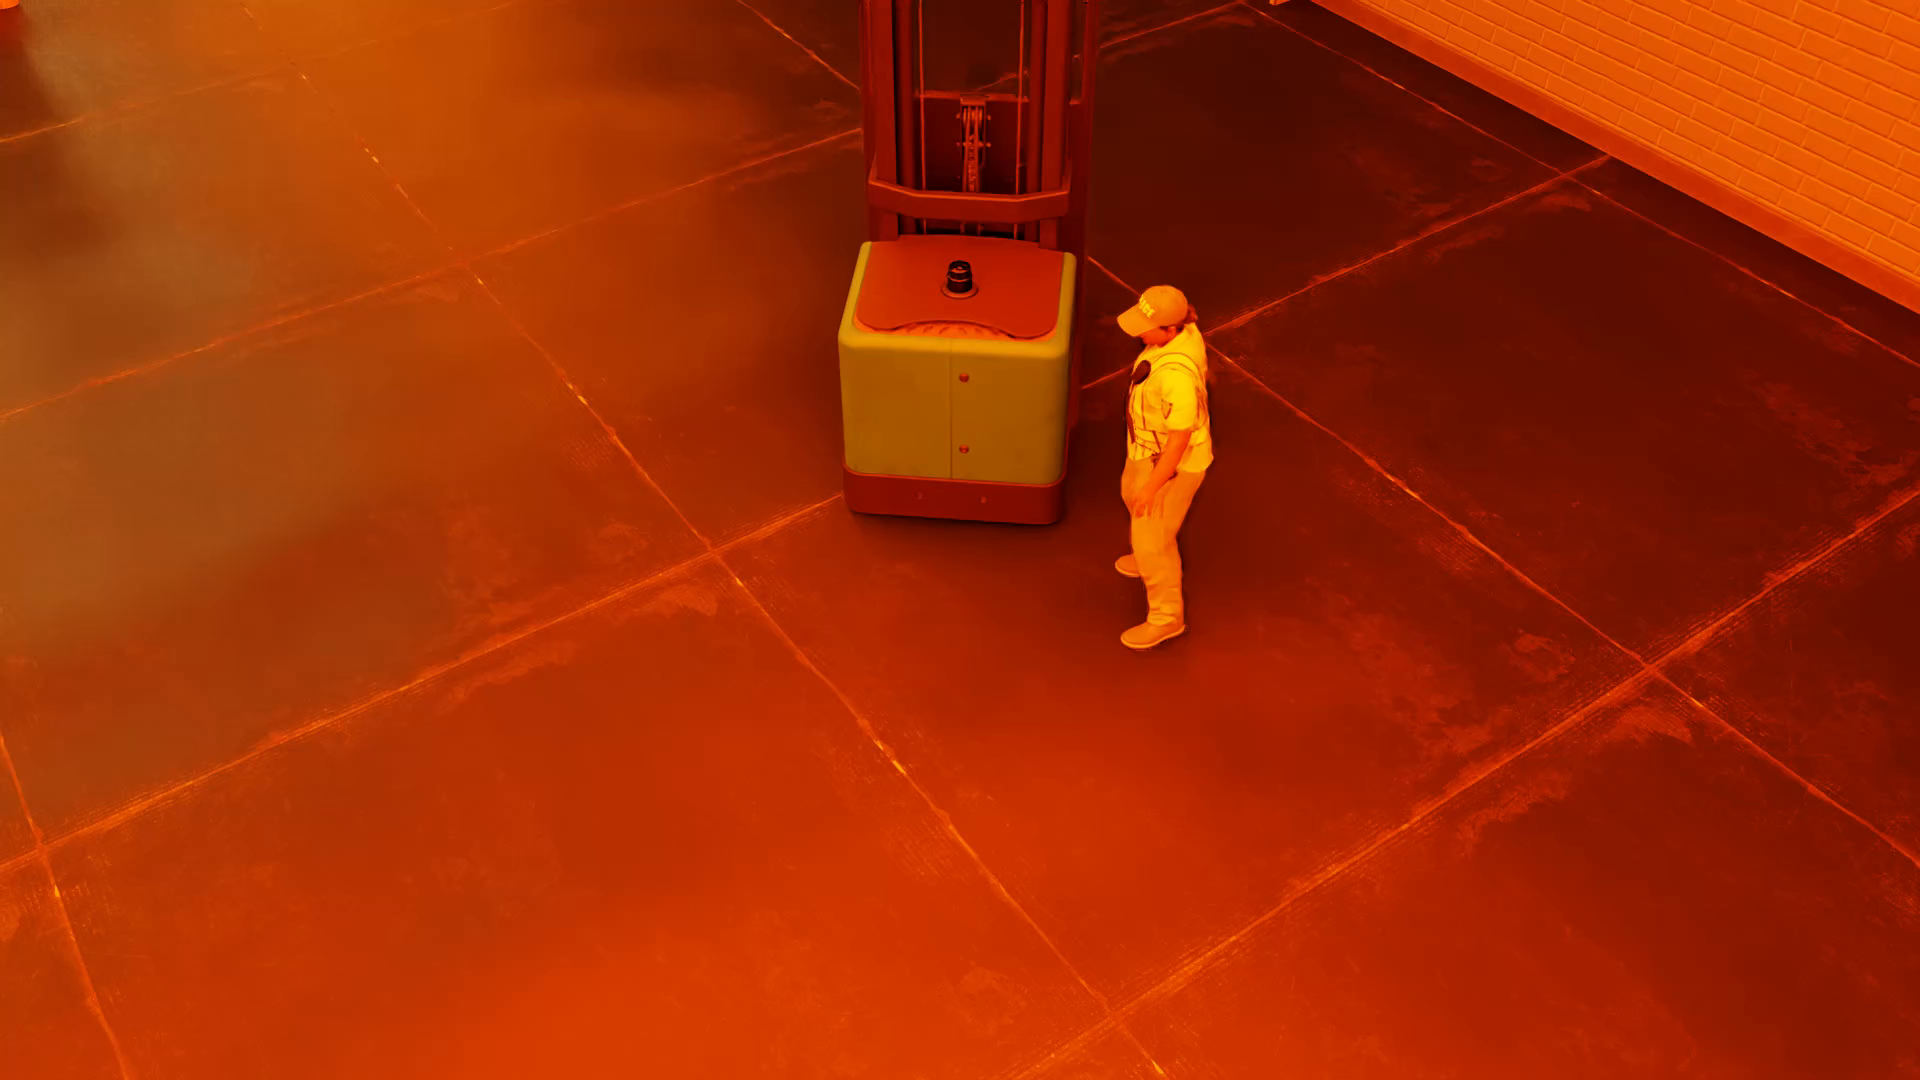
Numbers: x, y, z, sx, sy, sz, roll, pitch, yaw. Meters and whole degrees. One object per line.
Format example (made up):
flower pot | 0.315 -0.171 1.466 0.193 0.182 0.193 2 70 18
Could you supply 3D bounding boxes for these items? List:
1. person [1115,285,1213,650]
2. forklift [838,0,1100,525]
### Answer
person | 0.847 -0.361 7.062 0.444 1.643 0.740 3 43 3
forklift | 0.109 -2.145 8.043 1.130 2.935 3.031 4 43 4
